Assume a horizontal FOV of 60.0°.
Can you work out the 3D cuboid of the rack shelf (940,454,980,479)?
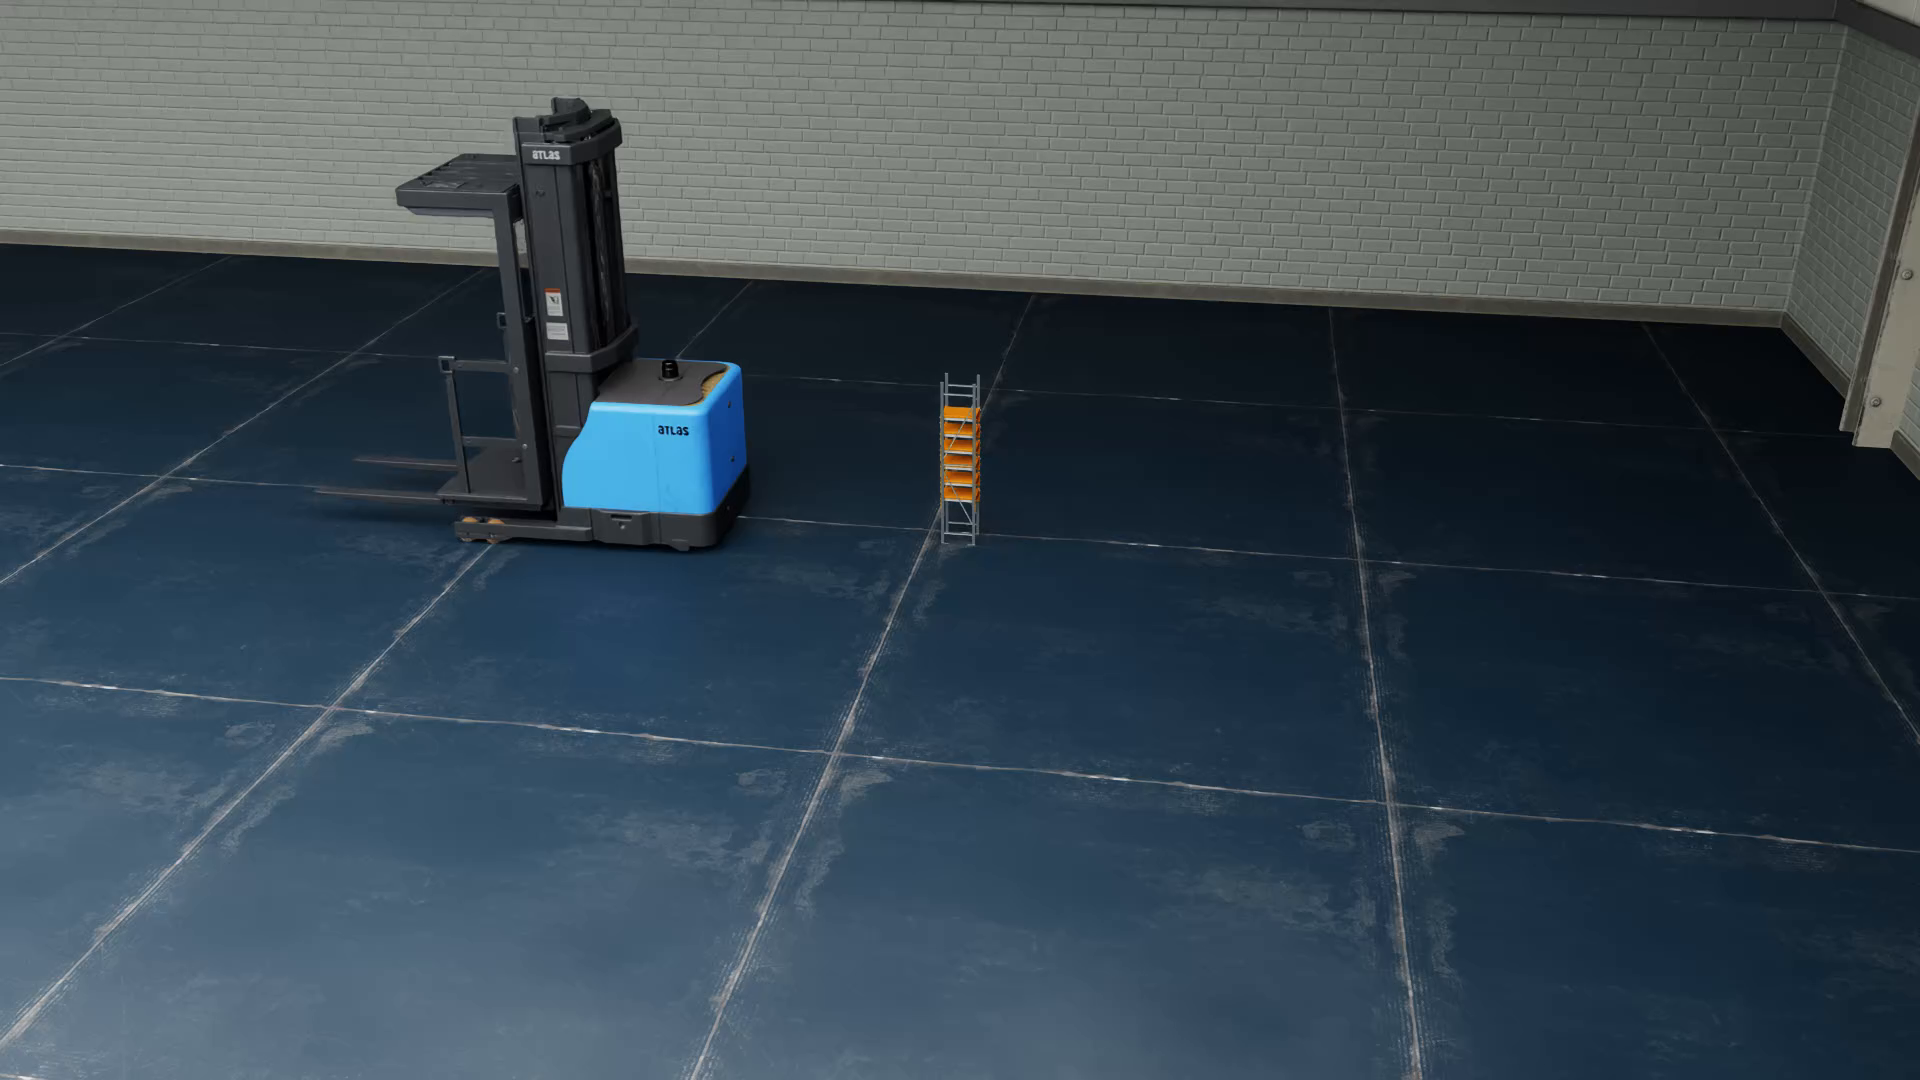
[{"bbox_3d":[0.002,-0.509,11.527,0.258,0.103,0.180,4,25,9],"label":"rack shelf"}]

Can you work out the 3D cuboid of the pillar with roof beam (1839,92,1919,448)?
[{"bbox_3d":[3.121,-5.201,12.247,9.100,9.000,0.400,4,25,9],"label":"pillar with roof beam"}]

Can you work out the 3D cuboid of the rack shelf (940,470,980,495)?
[{"bbox_3d":[0.002,-0.401,11.578,0.258,0.103,0.180,4,25,9],"label":"rack shelf"}]

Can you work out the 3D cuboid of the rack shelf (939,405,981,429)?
[{"bbox_3d":[0.002,-0.835,11.375,0.258,0.103,0.180,4,25,9],"label":"rack shelf"}]

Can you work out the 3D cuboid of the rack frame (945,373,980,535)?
[{"bbox_3d":[0.017,-0.588,11.590,0.240,1.200,0.006,4,25,9],"label":"rack frame"}]

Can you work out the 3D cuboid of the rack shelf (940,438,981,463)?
[{"bbox_3d":[0.002,-0.618,11.477,0.258,0.103,0.180,4,25,9],"label":"rack shelf"}]

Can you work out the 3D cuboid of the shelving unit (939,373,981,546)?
[{"bbox_3d":[0.002,-0.549,11.509,0.258,1.200,0.189,4,25,9],"label":"shelving unit"}]

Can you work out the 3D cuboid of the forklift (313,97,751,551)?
[{"bbox_3d":[-3.114,-1.522,11.544,3.031,2.935,1.130,4,25,8],"label":"forklift"}]

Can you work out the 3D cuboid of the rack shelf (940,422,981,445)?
[{"bbox_3d":[0.002,-0.727,11.426,0.258,0.103,0.180,4,25,9],"label":"rack shelf"}]

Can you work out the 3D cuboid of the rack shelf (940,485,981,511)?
[{"bbox_3d":[0.002,-0.292,11.629,0.258,0.103,0.180,4,25,9],"label":"rack shelf"}]

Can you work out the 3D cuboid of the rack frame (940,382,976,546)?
[{"bbox_3d":[-0.013,-0.511,11.427,0.240,1.200,0.006,4,25,9],"label":"rack frame"}]
